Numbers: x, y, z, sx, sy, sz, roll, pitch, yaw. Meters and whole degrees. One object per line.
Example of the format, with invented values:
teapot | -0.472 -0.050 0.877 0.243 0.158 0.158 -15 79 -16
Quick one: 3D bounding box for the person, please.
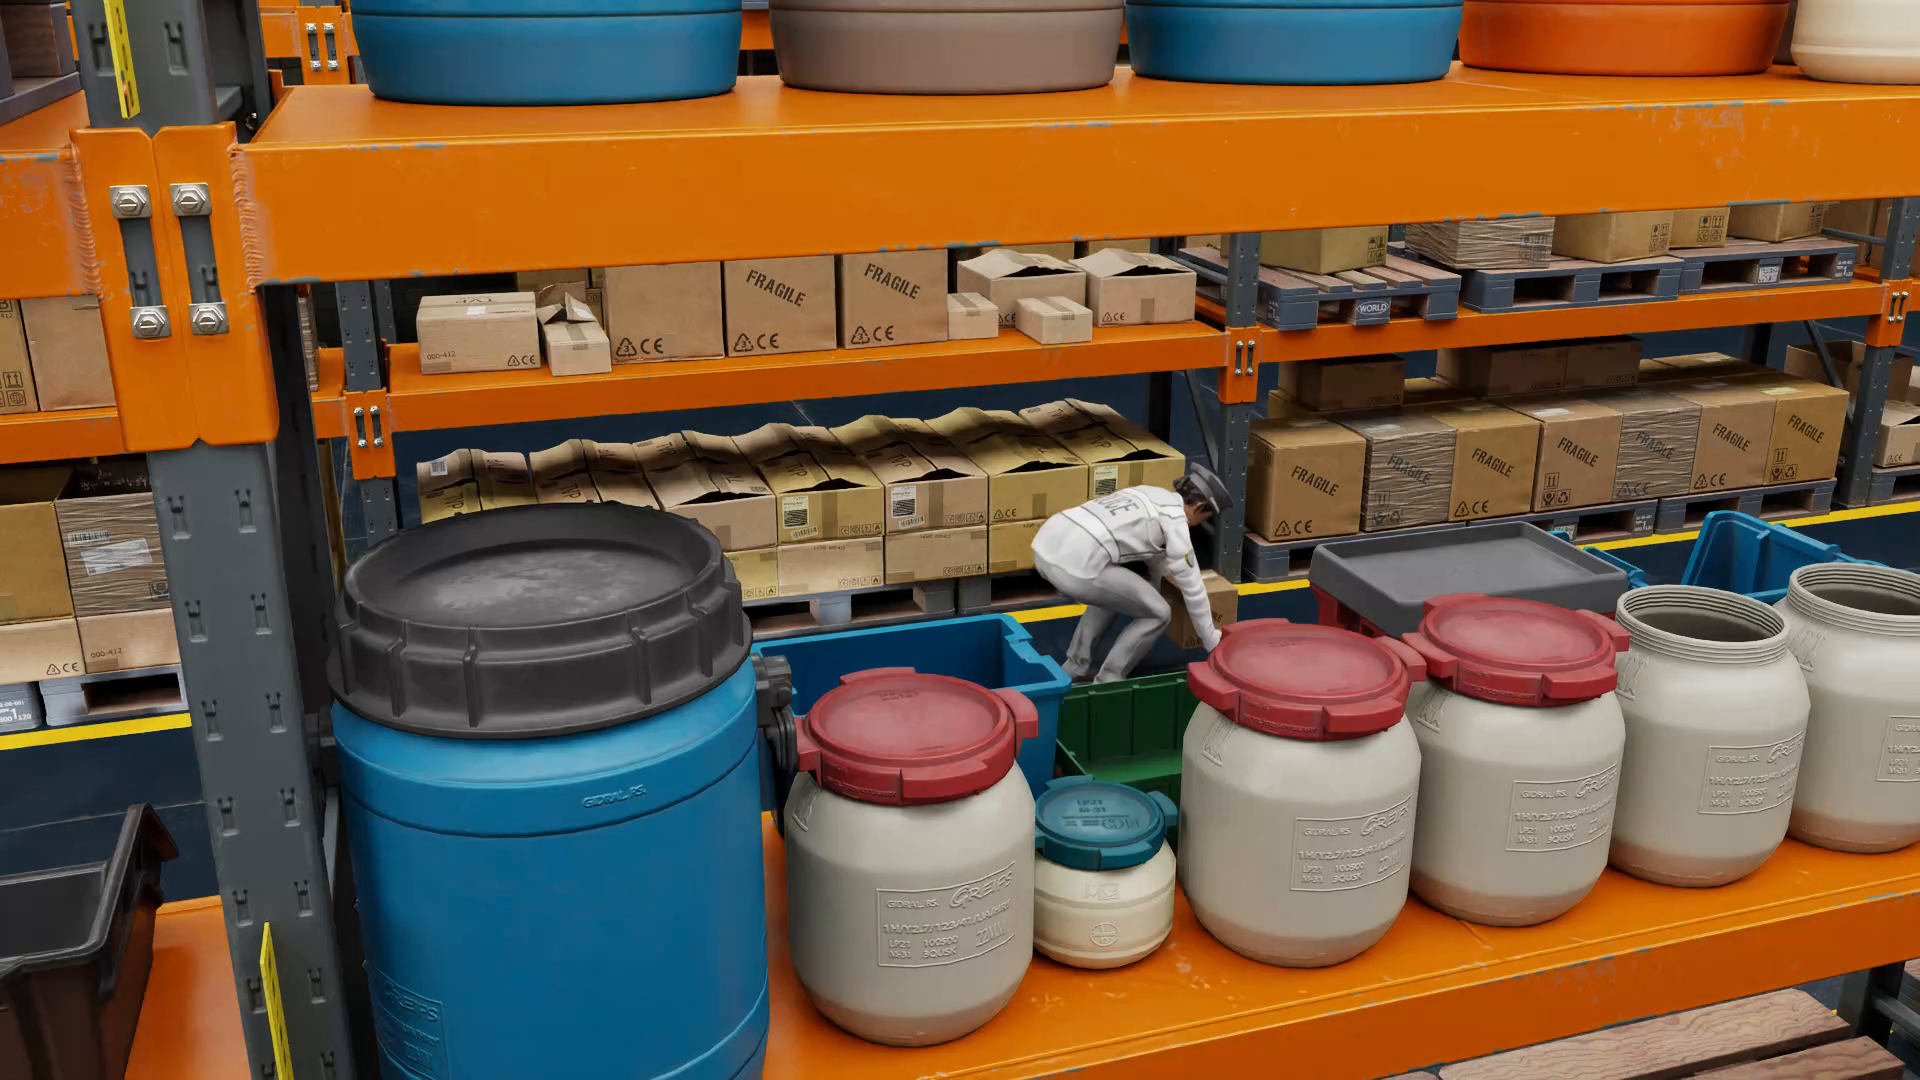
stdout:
person | 0.744 0.183 7.082 0.911 0.983 0.462 -7 21 -20
